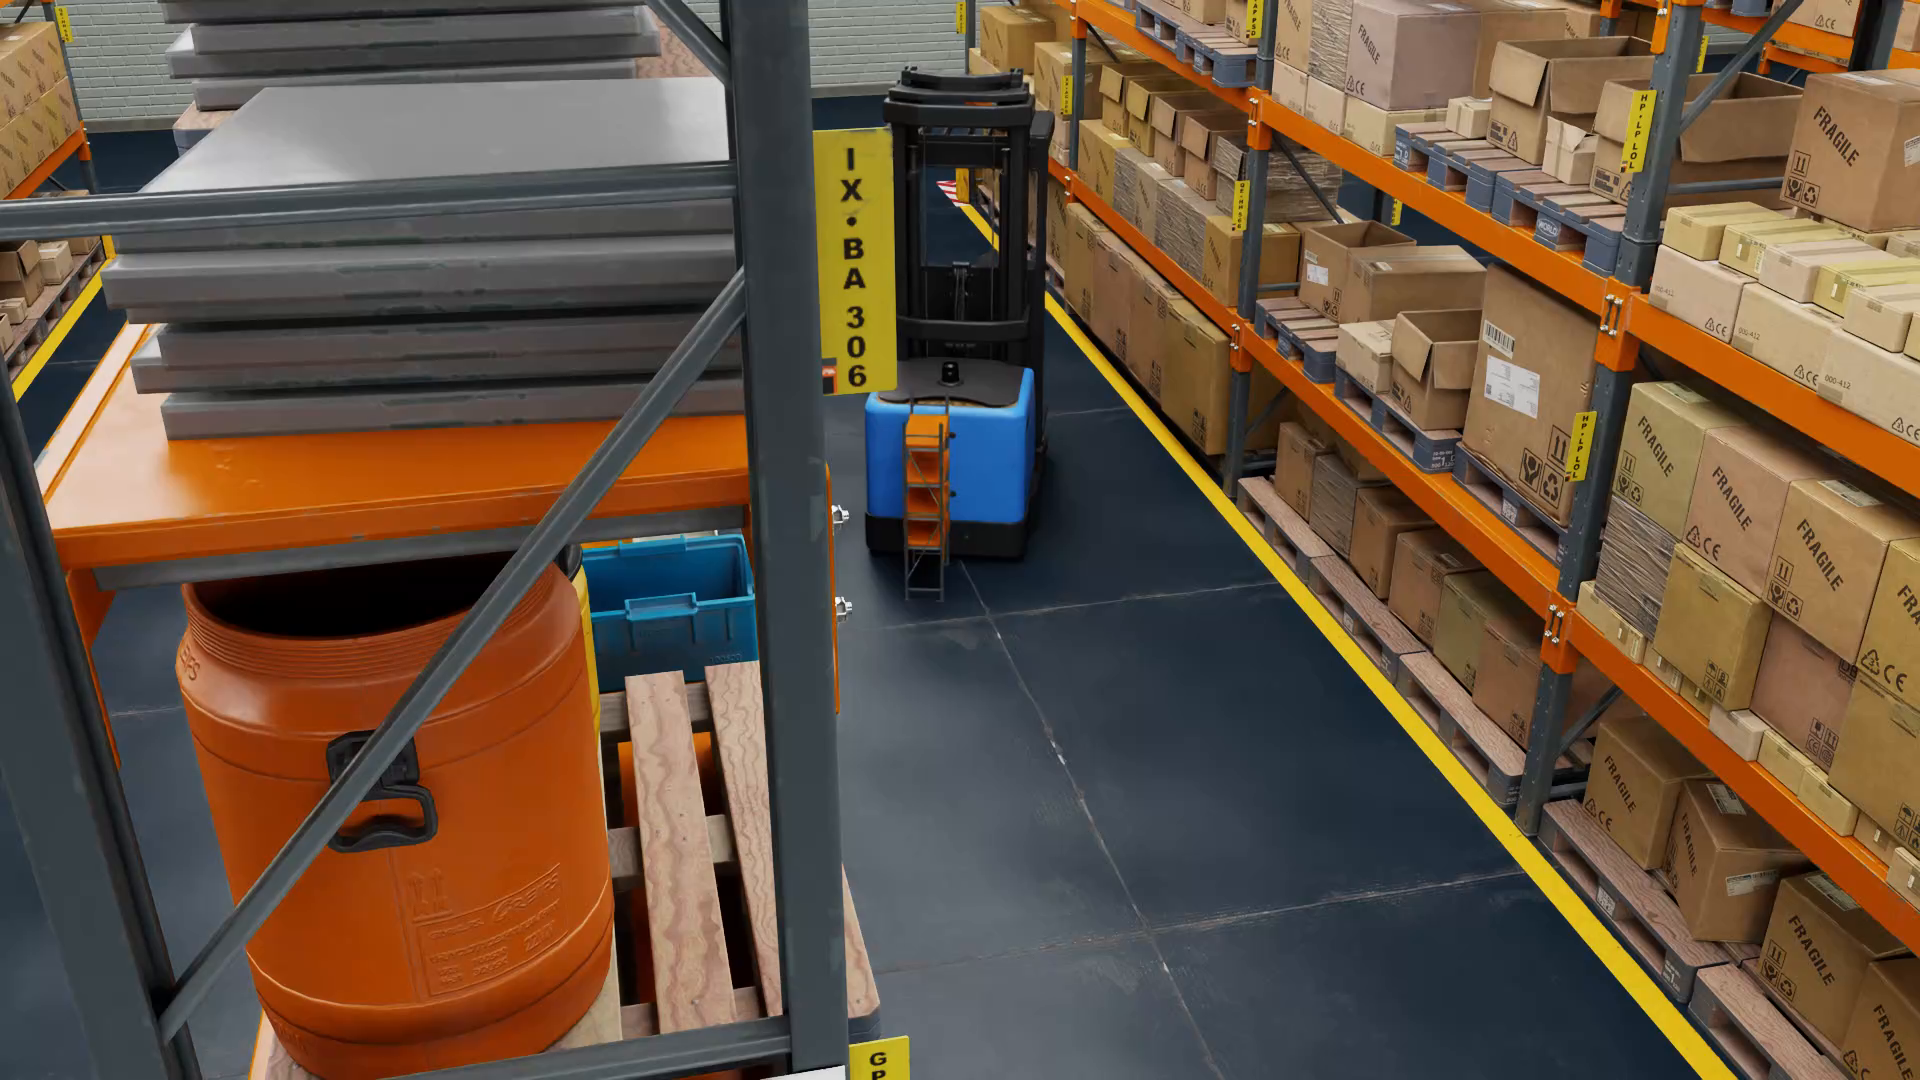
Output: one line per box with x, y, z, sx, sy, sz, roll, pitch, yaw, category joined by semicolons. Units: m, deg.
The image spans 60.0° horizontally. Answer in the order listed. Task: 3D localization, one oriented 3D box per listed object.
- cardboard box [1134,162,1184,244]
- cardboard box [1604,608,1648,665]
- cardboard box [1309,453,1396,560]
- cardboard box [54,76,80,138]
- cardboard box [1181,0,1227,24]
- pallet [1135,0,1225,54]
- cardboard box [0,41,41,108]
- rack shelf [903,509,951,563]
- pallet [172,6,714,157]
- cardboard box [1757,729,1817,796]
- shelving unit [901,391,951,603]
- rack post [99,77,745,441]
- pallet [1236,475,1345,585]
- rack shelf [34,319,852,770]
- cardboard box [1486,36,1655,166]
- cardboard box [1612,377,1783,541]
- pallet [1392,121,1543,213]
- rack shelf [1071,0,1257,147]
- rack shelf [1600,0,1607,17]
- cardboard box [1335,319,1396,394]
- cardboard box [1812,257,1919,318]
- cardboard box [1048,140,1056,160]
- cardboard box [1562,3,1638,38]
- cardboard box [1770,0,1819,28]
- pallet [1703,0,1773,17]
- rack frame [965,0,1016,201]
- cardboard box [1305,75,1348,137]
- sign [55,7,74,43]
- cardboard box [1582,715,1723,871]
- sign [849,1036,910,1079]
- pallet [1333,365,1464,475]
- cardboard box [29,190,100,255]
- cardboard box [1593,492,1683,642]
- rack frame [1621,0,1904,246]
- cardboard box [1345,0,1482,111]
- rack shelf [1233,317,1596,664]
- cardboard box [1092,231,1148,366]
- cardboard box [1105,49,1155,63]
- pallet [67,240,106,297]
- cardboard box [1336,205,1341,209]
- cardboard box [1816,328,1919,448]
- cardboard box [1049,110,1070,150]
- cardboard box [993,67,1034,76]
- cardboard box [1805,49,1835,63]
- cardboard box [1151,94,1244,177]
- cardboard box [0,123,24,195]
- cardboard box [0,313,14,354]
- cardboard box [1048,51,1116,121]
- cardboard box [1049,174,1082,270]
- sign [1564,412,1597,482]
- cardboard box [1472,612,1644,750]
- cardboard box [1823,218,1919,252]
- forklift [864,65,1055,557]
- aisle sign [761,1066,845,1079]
1.665;-2.611;12.830;0.500;0.500;0.500;-5;27;-11;cardboard box
3.059;0.399;7.255;0.380;0.149;0.250;-6;27;-12;cardboard box
2.666;-0.251;10.551;0.700;0.500;0.500;-8;28;-16;cardboard box
-8.731;-4.088;15.756;0.500;0.500;0.500;-5;27;-10;cardboard box
1.870;-3.906;11.601;0.500;0.500;0.500;-5;27;-9;cardboard box
1.907;-3.727;12.033;1.003;0.211;1.213;-5;27;-9;pallet
-8.493;-4.087;14.645;0.500;0.500;0.500;-5;27;-10;cardboard box
-0.205;-0.026;10.407;0.258;0.148;0.480;2;27;3;rack shelf
-1.075;-0.965;3.676;1.003;0.211;1.213;-6;27;-12;pallet
3.321;0.835;6.393;0.380;0.149;0.250;-6;27;-12;cardboard box
-0.205;-0.264;10.287;0.258;1.200;0.503;2;27;3;shelving unit
-0.711;-0.490;2.634;0.937;0.300;0.954;-3;27;-6;rack post
2.533;-0.117;11.093;1.003;0.211;1.213;-6;27;-12;pallet
-1.115;-0.746;3.830;1.077;0.370;4.000;-6;27;-12;rack shelf
3.037;-2.151;8.120;0.797;0.503;0.637;-5;27;-9;cardboard box
3.113;-0.349;6.909;0.500;0.500;0.500;-6;27;-12;cardboard box
2.988;-1.941;8.492;1.213;0.211;1.003;-6;27;-12;pallet
1.908;-3.601;12.371;1.077;0.370;4.000;-6;27;-12;rack shelf
5.861;-5.816;16.760;1.077;0.370;4.000;-6;27;-12;rack shelf
2.512;-1.066;9.580;0.500;0.250;0.500;-7;28;-13;cardboard box
3.297;-0.890;5.926;0.380;0.149;0.250;-5;27;-10;cardboard box
1.011;-3.562;15.104;0.380;0.149;0.250;-5;27;-11;cardboard box
5.943;-4.723;15.574;0.500;0.500;0.500;-7;28;-13;cardboard box
6.603;-4.211;12.670;0.500;0.500;0.500;-6;27;-12;cardboard box
6.584;-4.438;13.441;1.213;0.211;1.003;-6;27;-12;pallet
0.555;-5.217;18.103;1.000;3.000;0.127;-6;27;-12;rack frame
2.331;-2.519;9.596;0.500;0.250;0.500;-5;27;-10;cardboard box
-8.552;-4.918;15.876;0.100;0.325;0.005;-6;27;-12;sign
3.311;1.159;7.779;0.500;0.500;0.500;-7;28;-13;cardboard box
-0.127;0.913;2.619;0.100;0.325;0.005;-6;27;-12;sign
2.844;-0.754;9.475;1.003;0.211;1.213;-6;27;-12;pallet
-8.734;-3.079;16.154;0.500;0.500;0.500;-6;27;-12;cardboard box
3.301;0.078;7.173;0.875;0.500;0.500;-6;27;-12;cardboard box
3.260;-2.627;6.314;1.000;3.000;0.127;-6;27;-12;rack frame
2.444;-2.636;8.996;0.500;0.500;0.500;-7;28;-13;cardboard box
2.809;-0.506;9.568;1.077;0.370;4.000;-6;27;-12;rack shelf
1.823;-2.029;13.679;1.225;0.875;0.875;-7;28;-13;cardboard box
1.598;-4.098;14.890;0.500;0.500;0.500;-6;27;-12;cardboard box
-8.899;-2.584;15.982;1.003;0.211;1.213;-6;27;-12;pallet
2.395;-2.217;12.048;0.500;0.500;0.500;-7;28;-13;cardboard box
3.337;-0.546;5.688;0.500;0.250;0.500;-7;28;-14;cardboard box
1.102;-3.694;14.922;0.500;0.250;0.500;-6;27;-13;cardboard box
0.634;-4.596;16.710;0.500;0.250;0.500;-7;28;-13;cardboard box
10.180;-5.809;19.165;0.500;0.500;0.500;-6;27;-12;cardboard box
1.908;-3.100;12.685;0.797;0.503;0.637;-5;27;-10;cardboard box
-8.274;-3.197;13.990;0.500;0.500;0.500;-6;27;-12;cardboard box
-8.079;-1.659;13.550;0.500;0.311;0.500;-6;27;-12;cardboard box
1.093;-4.036;14.768;0.500;0.500;0.500;-5;27;-10;cardboard box
1.386;-2.998;15.598;0.875;0.875;0.875;-6;27;-12;cardboard box
2.720;-0.408;7.290;0.100;0.325;0.005;-6;27;-12;sign
3.142;0.699;8.668;0.700;0.500;0.500;-8;28;-16;cardboard box
3.586;-1.159;6.459;0.380;0.149;0.250;-6;27;-11;cardboard box
0.061;-1.833;11.475;1.130;2.935;3.031;3;27;6;forklift
-0.363;1.152;2.601;0.394;0.787;0.004;-6;27;-12;aisle sign
